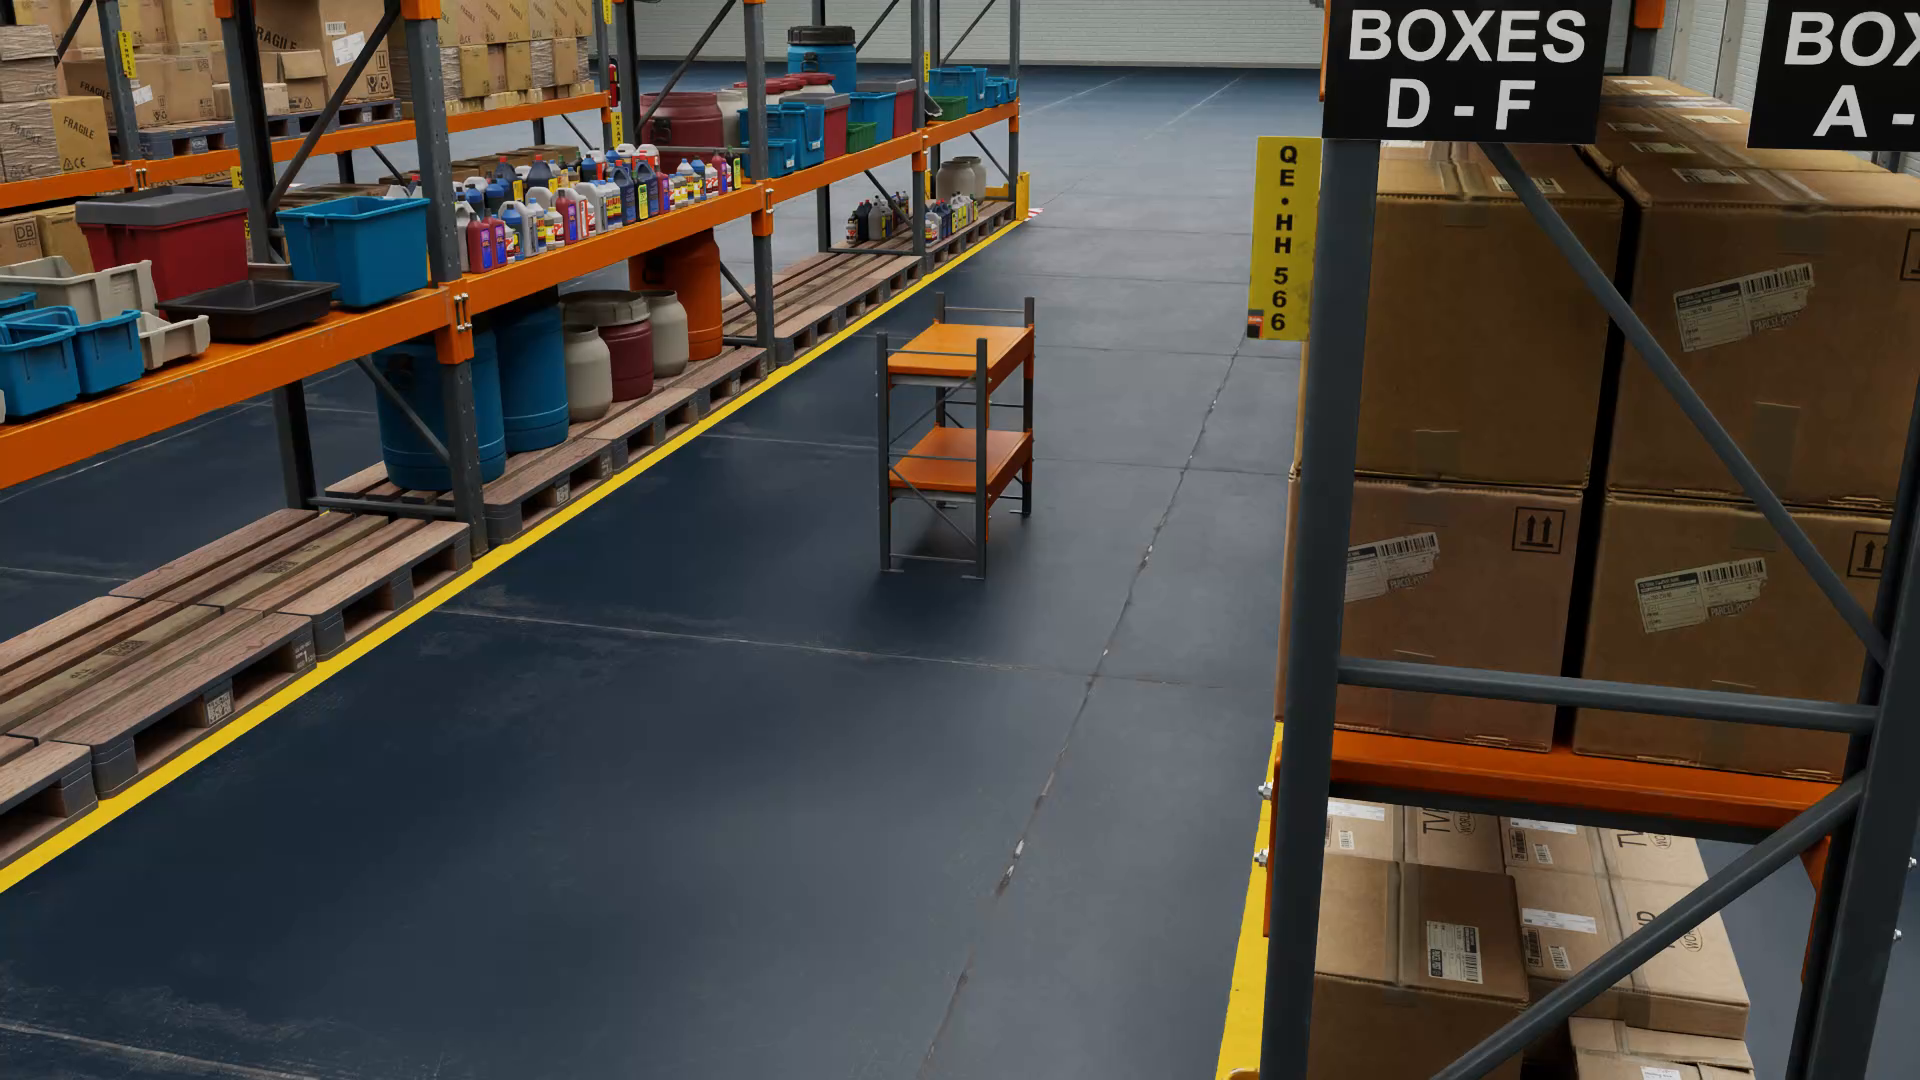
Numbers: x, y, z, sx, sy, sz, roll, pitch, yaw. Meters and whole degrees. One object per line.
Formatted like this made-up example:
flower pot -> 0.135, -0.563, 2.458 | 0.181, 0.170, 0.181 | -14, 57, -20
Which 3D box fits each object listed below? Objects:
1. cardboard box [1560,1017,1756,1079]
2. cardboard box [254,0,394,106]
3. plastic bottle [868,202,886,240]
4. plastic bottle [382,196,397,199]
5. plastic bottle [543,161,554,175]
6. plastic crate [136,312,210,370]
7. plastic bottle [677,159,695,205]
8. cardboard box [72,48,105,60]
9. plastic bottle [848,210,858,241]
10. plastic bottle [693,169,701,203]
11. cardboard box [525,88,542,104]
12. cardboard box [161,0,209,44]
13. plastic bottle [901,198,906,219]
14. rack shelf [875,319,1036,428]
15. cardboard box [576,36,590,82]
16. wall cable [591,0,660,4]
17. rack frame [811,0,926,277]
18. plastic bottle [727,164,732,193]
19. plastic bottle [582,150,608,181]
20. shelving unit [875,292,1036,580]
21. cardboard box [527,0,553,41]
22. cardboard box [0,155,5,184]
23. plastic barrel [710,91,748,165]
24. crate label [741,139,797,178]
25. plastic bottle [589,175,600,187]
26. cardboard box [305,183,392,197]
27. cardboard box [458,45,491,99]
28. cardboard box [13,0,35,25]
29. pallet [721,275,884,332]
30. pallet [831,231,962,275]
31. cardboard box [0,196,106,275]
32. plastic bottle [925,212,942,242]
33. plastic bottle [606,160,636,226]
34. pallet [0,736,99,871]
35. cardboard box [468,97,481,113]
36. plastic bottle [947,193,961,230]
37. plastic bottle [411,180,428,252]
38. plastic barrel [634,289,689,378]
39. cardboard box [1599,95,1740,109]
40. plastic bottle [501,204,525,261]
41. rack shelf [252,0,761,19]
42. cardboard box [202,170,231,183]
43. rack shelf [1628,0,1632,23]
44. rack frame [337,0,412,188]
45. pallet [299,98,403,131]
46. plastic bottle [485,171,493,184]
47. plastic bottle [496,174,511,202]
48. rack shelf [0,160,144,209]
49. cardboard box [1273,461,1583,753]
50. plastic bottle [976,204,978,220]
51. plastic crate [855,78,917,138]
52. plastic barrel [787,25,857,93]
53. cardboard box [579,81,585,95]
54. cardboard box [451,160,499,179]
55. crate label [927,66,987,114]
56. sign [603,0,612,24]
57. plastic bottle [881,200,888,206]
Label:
cardboard box -> 1.552, 1.214, 3.694 | 0.380, 0.166, 0.250 | 5, 19, 13
cardboard box -> -5.948, -4.525, 15.217 | 1.000, 1.000, 1.000 | 5, 19, 14
plastic bottle -> -0.798, -3.057, 15.915 | 0.144, 0.351, 0.185 | 5, 19, 13
plastic bottle -> -2.898, -1.587, 8.384 | 0.152, 0.276, 0.135 | 5, 19, 13
plastic bottle -> -2.492, -2.141, 10.014 | 0.097, 0.271, 0.097 | 0, 19, 0
plastic crate -> -2.904, -0.716, 5.958 | 0.293, 0.136, 0.466 | 5, 19, 13
plastic bottle -> -1.675, -2.185, 10.143 | 0.097, 0.271, 0.097 | 0, 19, 0
cardboard box -> -9.966, -5.226, 18.614 | 0.875, 0.550, 0.550 | 5, 19, 13
plastic bottle -> -1.018, -2.989, 15.819 | 0.061, 0.283, 0.133 | 6, 20, 16
plastic bottle -> -1.651, -2.183, 10.244 | 0.097, 0.201, 0.097 | 0, 19, 0
cardboard box -> -4.775, -4.831, 18.080 | 0.380, 0.149, 0.250 | 5, 19, 13
cardboard box -> -9.599, -6.247, 19.933 | 0.875, 0.550, 0.550 | 5, 19, 13
plastic bottle -> -0.608, -3.451, 17.299 | 0.097, 0.201, 0.097 | 0, 19, 0
rack shelf -> -0.002, -0.807, 7.905 | 0.538, 0.278, 1.000 | 5, 19, 13
cardboard box -> -4.802, -5.552, 19.187 | 0.875, 0.500, 0.500 | 5, 19, 13
wall cable -> -10.777, -18.152, 52.214 | 3.097, 2.526, 0.112 | 5, 19, 13
rack frame -> -0.815, -3.889, 14.934 | 1.000, 3.000, 0.127 | 5, 19, 13
plastic bottle -> -1.524, -2.346, 10.724 | 0.097, 0.201, 0.097 | 0, 19, 0
plastic bottle -> -2.325, -2.322, 10.536 | 0.152, 0.276, 0.135 | 5, 19, 13
shelving unit -> -0.002, -0.530, 8.000 | 0.538, 1.125, 1.048 | 5, 19, 13
cardboard box -> -4.777, -5.690, 18.043 | 0.500, 0.500, 0.500 | 5, 19, 13
cardboard box -> -6.727, -2.581, 10.949 | 0.500, 0.500, 0.500 | 4, 19, 12
plastic barrel -> -1.748, -3.028, 12.238 | 0.421, 0.512, 0.421 | 0, 19, 0
crate label -> -1.326, -2.659, 11.590 | 0.303, 0.233, 0.416 | 5, 19, 13
plastic bottle -> -2.042, -1.905, 9.325 | 0.097, 0.271, 0.097 | 0, 19, 0
cardboard box -> -5.789, -3.115, 15.853 | 0.700, 0.500, 0.500 | 3, 19, 9
cardboard box -> -5.292, -4.759, 16.864 | 0.875, 0.500, 0.500 | 5, 19, 13
cardboard box -> -10.280, -5.399, 17.450 | 0.875, 0.550, 0.550 | 5, 19, 13
pallet -> -1.265, -1.937, 13.532 | 1.003, 0.211, 1.213 | 5, 19, 13
pallet -> -0.611, -2.777, 15.991 | 1.003, 0.211, 1.213 | 5, 19, 13
cardboard box -> -6.784, -2.005, 12.055 | 1.225, 0.875, 0.875 | 4, 19, 11
plastic bottle -> -0.260, -2.977, 15.797 | 0.152, 0.276, 0.135 | 5, 20, 15
plastic bottle -> -1.914, -1.947, 9.324 | 0.144, 0.351, 0.185 | 5, 19, 13
pallet -> -3.508, 0.936, 5.121 | 1.003, 0.211, 1.213 | 5, 19, 13
cardboard box -> -5.114, -4.442, 16.941 | 0.380, 0.149, 0.250 | 5, 19, 13
plastic bottle -> -0.066, -3.257, 16.499 | 0.144, 0.351, 0.185 | 5, 19, 13
plastic bottle -> -2.723, -1.661, 8.486 | 0.144, 0.351, 0.185 | 5, 19, 13
plastic barrel -> -1.947, -1.318, 10.606 | 0.421, 0.512, 0.421 | 0, 19, 0
cardboard box -> 1.914, -1.012, 4.809 | 0.500, 0.500, 0.500 | 5, 19, 14
plastic bottle -> -2.200, -1.512, 8.173 | 0.097, 0.271, 0.097 | 0, 19, 0
rack shelf -> -2.281, -3.088, 9.059 | 1.077, 0.370, 4.000 | 5, 19, 13
cardboard box -> -9.527, -4.933, 20.627 | 0.875, 0.875, 0.875 | 5, 19, 14
rack shelf -> 2.521, -2.695, 7.911 | 1.077, 0.370, 4.000 | 5, 19, 13
rack frame -> -5.618, -4.280, 16.079 | 1.000, 3.000, 0.127 | 5, 19, 13
pallet -> -5.946, -3.962, 15.442 | 1.003, 0.211, 1.213 | 5, 19, 13
plastic bottle -> -2.673, -1.939, 9.405 | 0.061, 0.283, 0.133 | 5, 19, 13
plastic bottle -> -2.592, -1.933, 9.405 | 0.097, 0.271, 0.097 | 0, 19, 0
rack shelf -> -7.084, -2.059, 10.689 | 1.077, 0.370, 4.000 | 5, 19, 13
cardboard box -> 0.901, 0.055, 3.231 | 0.500, 0.500, 0.500 | 5, 20, 15
plastic bottle -> 0.138, -3.417, 17.199 | 0.097, 0.201, 0.097 | 0, 19, 0
plastic crate -> -0.637, -3.744, 14.408 | 0.402, 0.464, 0.583 | 5, 19, 13
plastic barrel -> -1.203, -4.029, 14.568 | 0.600, 0.901, 0.708 | 5, 19, 13
cardboard box -> -4.572, -5.231, 19.252 | 0.380, 0.149, 0.250 | 5, 19, 13
cardboard box -> -5.273, -3.799, 17.888 | 0.500, 0.500, 0.500 | 3, 19, 9
crate label -> -0.025, -4.562, 16.847 | 0.502, 0.435, 0.616 | 5, 19, 13
sign -> -4.107, -6.182, 19.365 | 0.100, 0.325, 0.005 | 5, 19, 13
plastic bottle -> -0.768, -3.245, 16.581 | 0.152, 0.276, 0.135 | 5, 19, 14
